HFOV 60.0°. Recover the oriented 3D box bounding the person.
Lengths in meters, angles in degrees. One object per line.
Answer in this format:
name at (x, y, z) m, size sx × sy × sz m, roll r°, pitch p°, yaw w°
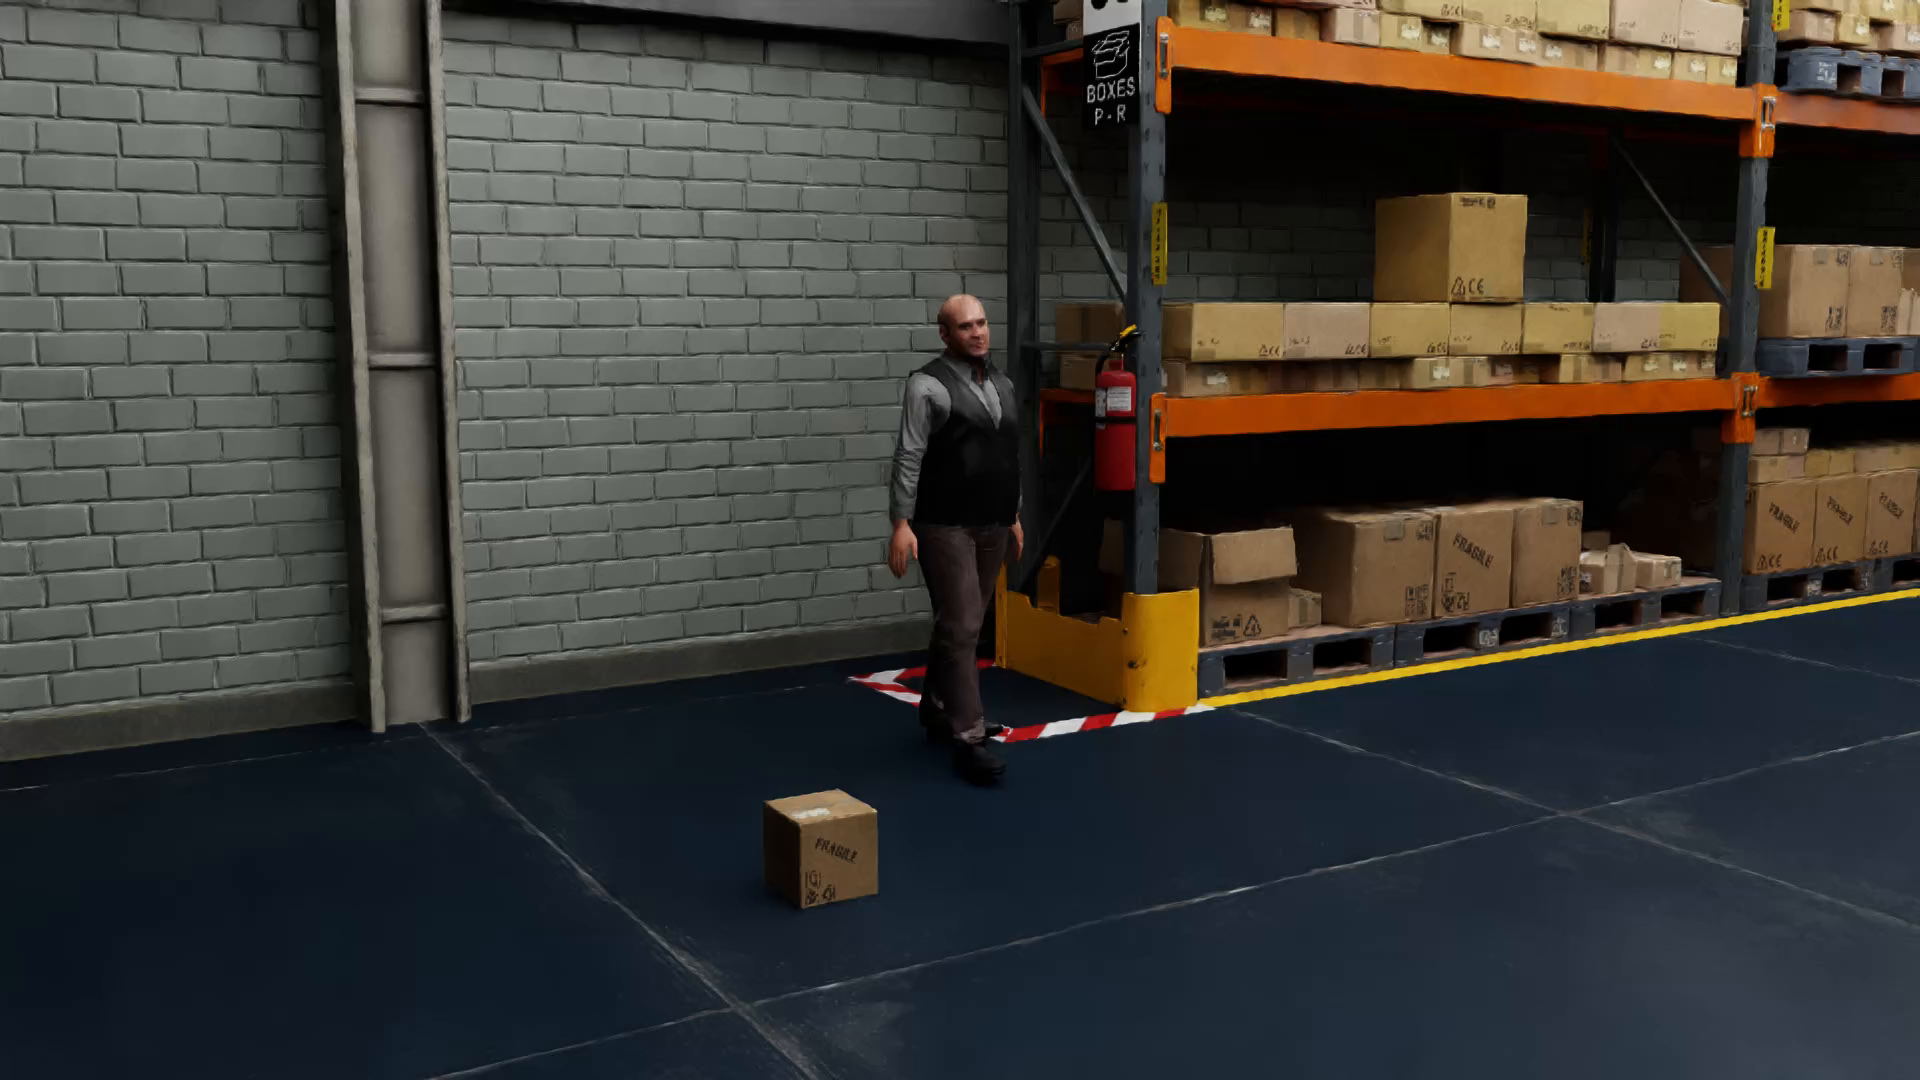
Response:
person at (0.023, -0.030, 6.073) m, size 0.630 × 1.722 × 0.655 m, roll 7°, pitch 11°, yaw 40°
